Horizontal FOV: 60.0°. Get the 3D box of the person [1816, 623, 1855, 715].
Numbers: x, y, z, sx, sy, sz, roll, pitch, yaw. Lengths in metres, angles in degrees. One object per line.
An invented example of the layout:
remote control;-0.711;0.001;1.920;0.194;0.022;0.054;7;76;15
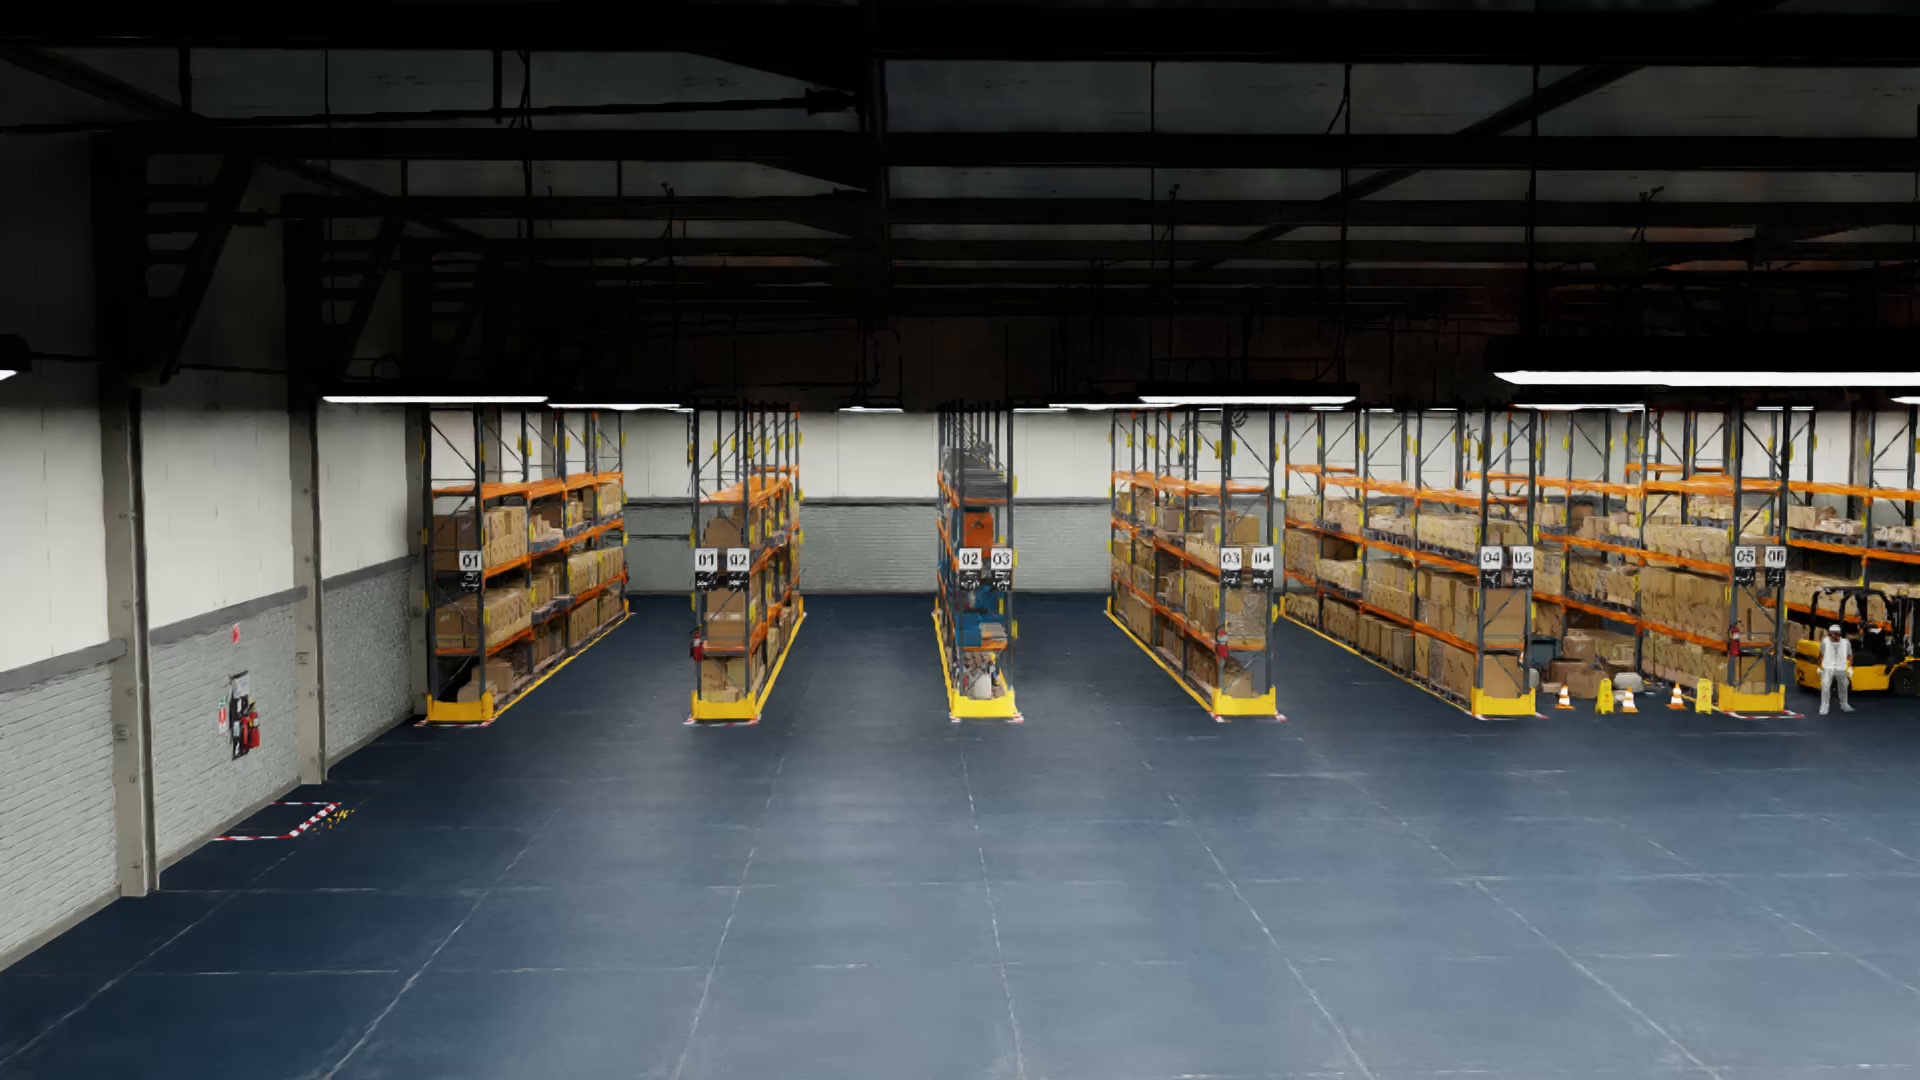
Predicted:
person;16.724;2.455;31.666;0.708;1.757;0.845;1;5;17
